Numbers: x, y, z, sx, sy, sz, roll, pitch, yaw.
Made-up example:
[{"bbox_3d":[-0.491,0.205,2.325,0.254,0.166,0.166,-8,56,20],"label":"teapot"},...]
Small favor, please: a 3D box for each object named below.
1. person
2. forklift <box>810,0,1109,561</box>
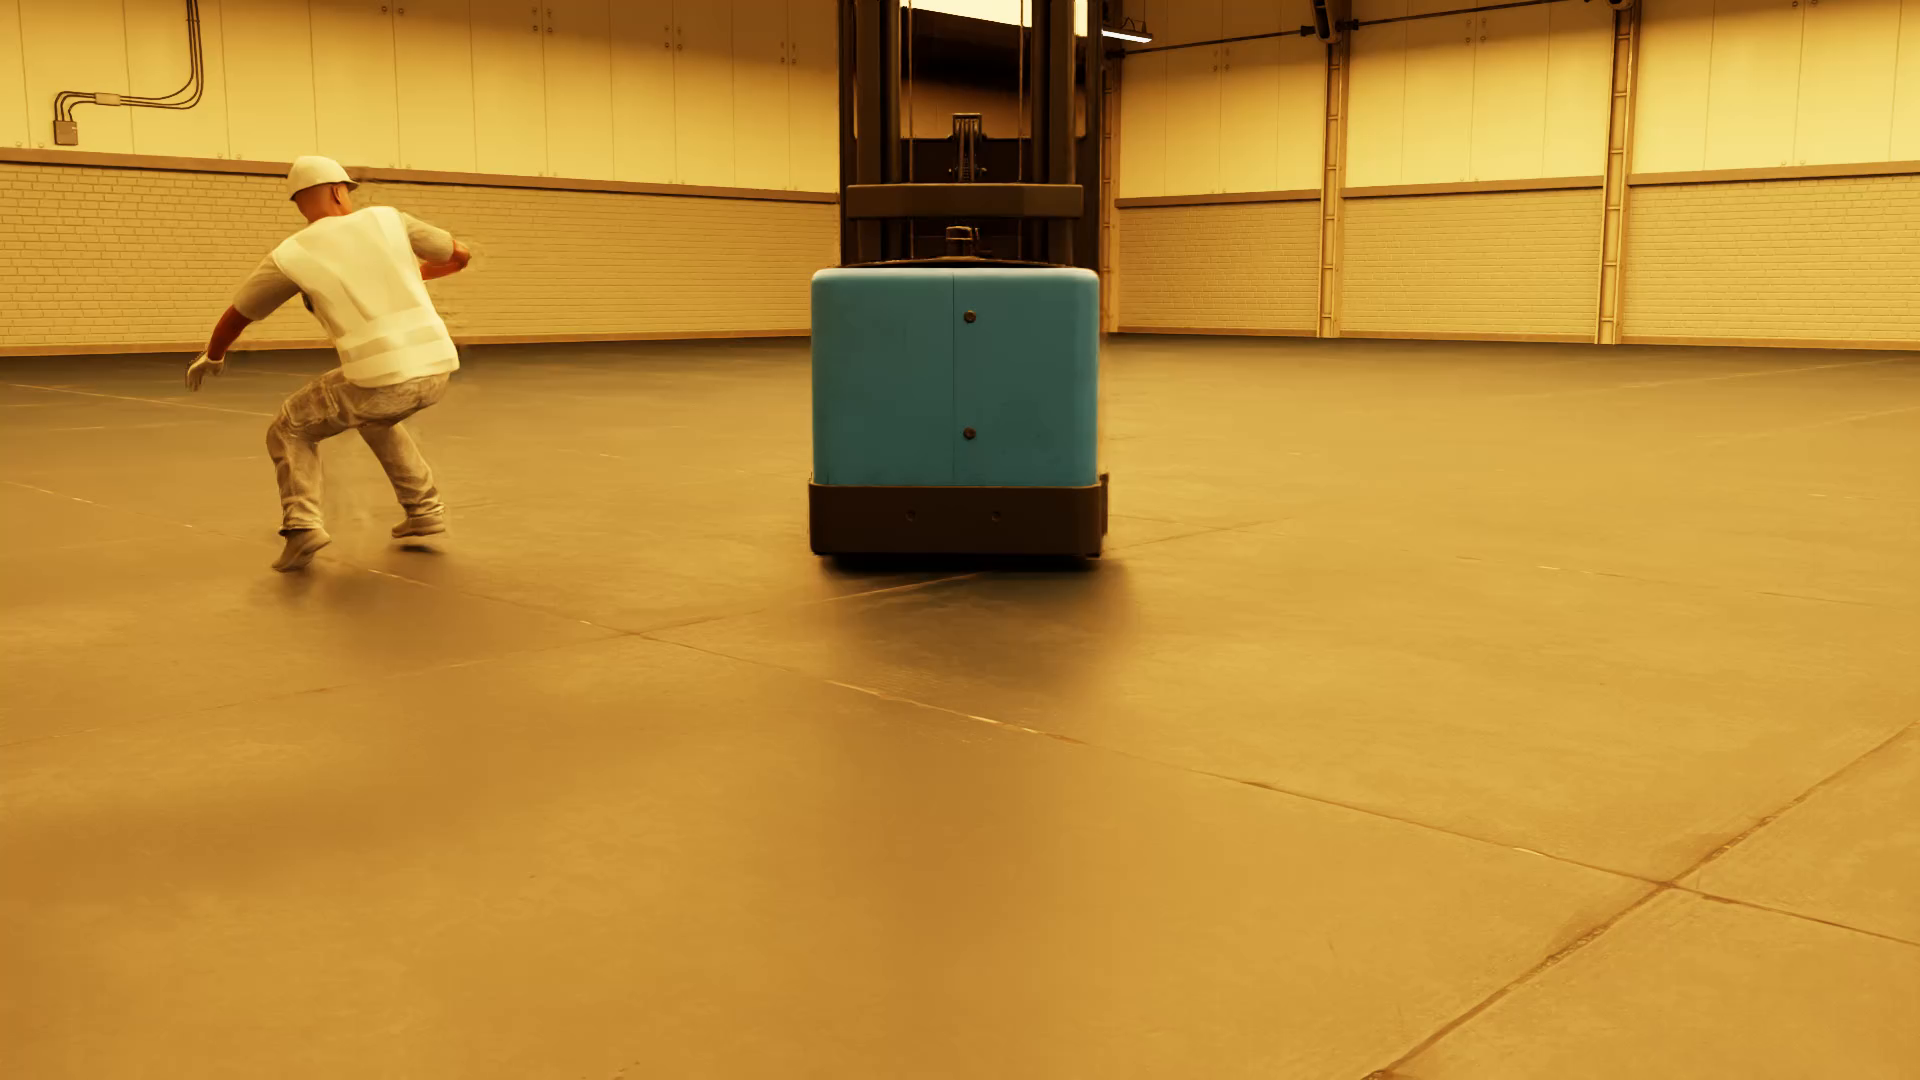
[{"bbox_3d":[-2.304,-0.665,6.236,0.927,1.514,0.825,7,11,39],"label":"person"},{"bbox_3d":[0.054,-1.555,7.198,1.130,2.935,3.031,0,9,3],"label":"forklift"}]
